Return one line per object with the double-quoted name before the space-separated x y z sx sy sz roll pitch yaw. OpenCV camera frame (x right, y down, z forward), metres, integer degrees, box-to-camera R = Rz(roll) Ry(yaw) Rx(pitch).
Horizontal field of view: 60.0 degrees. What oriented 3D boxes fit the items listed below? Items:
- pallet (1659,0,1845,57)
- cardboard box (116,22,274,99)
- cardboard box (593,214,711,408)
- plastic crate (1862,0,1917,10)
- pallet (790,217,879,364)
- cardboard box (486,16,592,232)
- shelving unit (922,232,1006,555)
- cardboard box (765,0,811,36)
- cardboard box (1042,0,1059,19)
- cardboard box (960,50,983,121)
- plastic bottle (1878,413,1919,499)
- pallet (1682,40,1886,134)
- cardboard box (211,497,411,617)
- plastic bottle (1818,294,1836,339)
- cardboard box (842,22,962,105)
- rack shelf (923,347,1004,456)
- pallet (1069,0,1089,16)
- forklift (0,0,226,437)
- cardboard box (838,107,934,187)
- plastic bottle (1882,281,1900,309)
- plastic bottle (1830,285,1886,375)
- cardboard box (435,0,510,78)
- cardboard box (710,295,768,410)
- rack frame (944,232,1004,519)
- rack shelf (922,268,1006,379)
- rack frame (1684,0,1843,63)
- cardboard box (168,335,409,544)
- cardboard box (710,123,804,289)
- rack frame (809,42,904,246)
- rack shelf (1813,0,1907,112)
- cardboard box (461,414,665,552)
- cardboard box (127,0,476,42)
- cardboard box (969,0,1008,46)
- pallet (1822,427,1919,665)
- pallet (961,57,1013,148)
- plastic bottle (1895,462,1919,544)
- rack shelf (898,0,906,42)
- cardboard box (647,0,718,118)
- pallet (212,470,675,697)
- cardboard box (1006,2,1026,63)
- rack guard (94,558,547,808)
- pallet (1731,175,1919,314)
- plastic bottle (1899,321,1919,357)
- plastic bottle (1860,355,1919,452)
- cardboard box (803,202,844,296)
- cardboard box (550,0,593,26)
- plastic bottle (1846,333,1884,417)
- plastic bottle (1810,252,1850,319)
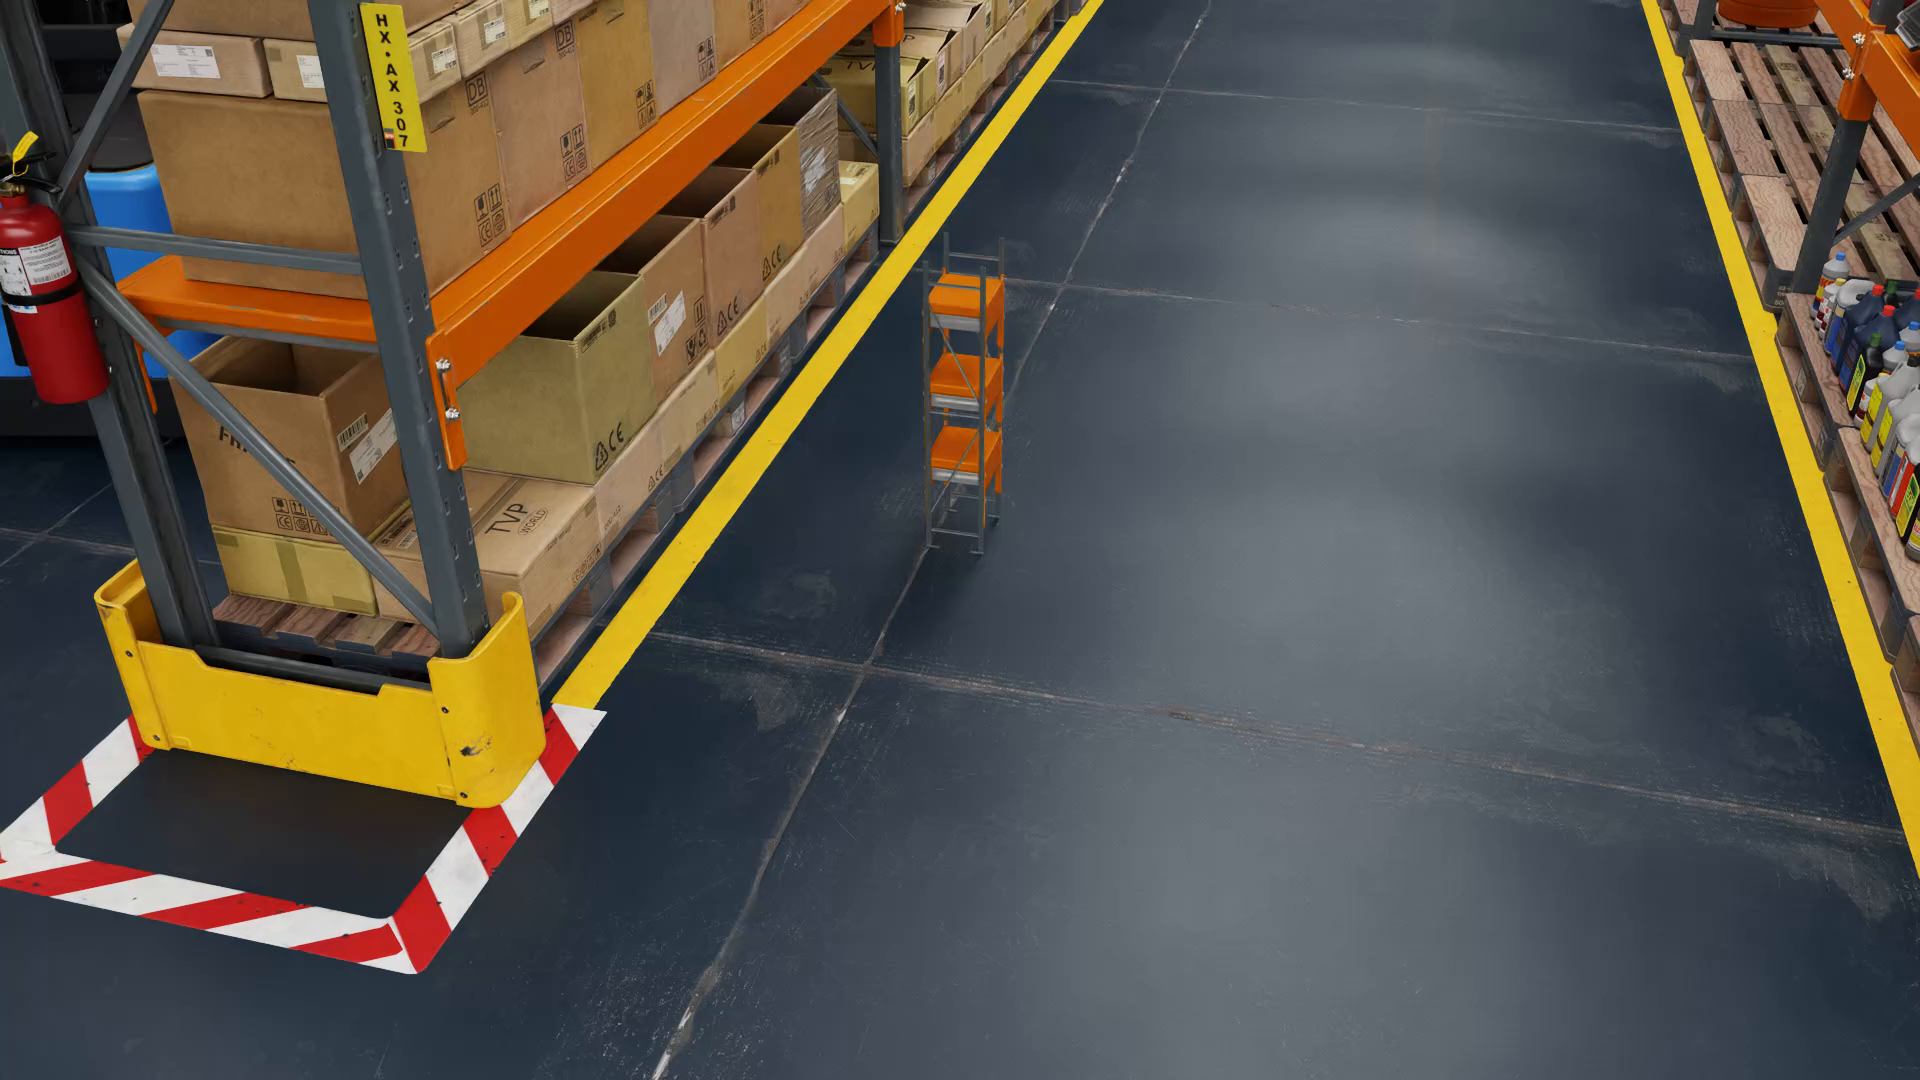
"pallet" 5.194 -3.412 10.920 1.003 0.211 1.213 8 33 12
"cardboard box" -1.874 -1.239 4.205 0.380 0.149 0.250 7 33 12
"cardboard box" -1.196 -0.801 5.687 0.500 0.500 0.500 8 33 12
"plastic crate" 3.846 -2.418 6.698 0.402 0.464 0.583 8 33 12
"pallet" -1.014 -1.191 7.426 1.003 0.211 1.213 8 33 12
"cardboard box" -1.527 -1.255 4.835 0.700 0.500 0.500 9 34 14
"shelving unit" 0.014 -0.471 5.512 0.215 1.050 0.252 8 33 12
"cardboard box" -1.005 -2.311 6.496 0.700 0.500 0.500 8 33 12
"cardboard box" 0.346 -3.561 10.727 0.500 0.250 0.500 9 33 14
"cardboard box" -0.169 -2.501 9.060 0.500 0.250 0.500 7 33 11
"plastic bottle" 3.172 -0.271 5.508 0.152 0.276 0.135 7 33 11
"pallet" 4.800 -2.600 9.644 1.003 0.211 1.213 8 33 12
"cardboard box" -1.936 -0.034 5.179 0.500 0.250 0.500 8 33 12
"plastic bottle" 3.463 -0.892 6.555 0.097 0.201 0.097 0 32 0
"cardboard box" -0.293 -2.468 8.484 0.500 0.311 0.500 8 33 12
"rack shelf" 0.014 -0.462 5.518 0.215 0.259 0.240 8 33 12
"pallet" 0.470 -4.056 11.933 1.003 0.211 1.213 8 33 12
"forklift" -3.252 -2.376 6.756 1.130 2.935 3.031 0 32 1
"cardboard box" -0.429 -1.967 8.220 0.500 0.250 0.500 7 33 11
"plastic bottle" 3.562 -0.846 6.407 0.061 0.283 0.133 8 33 12
"plastic bottle" 3.413 -0.804 6.277 0.144 0.351 0.185 9 34 14
"cardboard box" -1.414 -1.326 4.343 0.380 0.149 0.250 7 33 11
"cardboard box" -1.053 -0.742 6.293 0.500 0.250 0.500 8 33 12
"rack frame" 0.045 -0.534 5.612 0.200 1.050 0.008 8 33 12
"rack shelf" 0.014 -0.701 5.365 0.215 0.259 0.240 8 33 12
"rack frame" 5.034 -4.174 9.520 1.000 3.000 0.127 8 33 12
"cardboard box" -1.938 -0.351 4.979 0.500 0.500 0.500 8 33 12
"cardboard box" -0.939 -1.320 6.502 0.500 0.500 0.500 8 33 12
"rack frame" -0.771 -2.775 7.318 1.000 3.000 0.127 8 33 12
"rack shelf" 4.527 -2.832 8.080 1.077 0.370 4.000 8 33 12
"cardboard box" -1.312 -0.224 5.477 0.500 0.250 0.500 8 33 12
"cardboard box" -1.642 -1.557 4.100 0.700 0.500 0.500 8 33 13
"cardboard box" -0.036 -3.007 9.332 0.500 0.311 0.500 9 34 14
"pallet" 3.501 0.056 5.464 1.003 0.211 1.213 8 33 12
"pallet" -0.314 -2.621 9.675 1.003 0.211 1.213 8 33 12
"plastic bottle" 3.058 -0.138 5.292 0.061 0.283 0.133 9 33 14
"rack shelf" -0.264 -3.509 9.144 1.077 0.370 4.000 8 33 12
"cardboard box" -1.265 -1.785 5.669 0.700 0.500 0.500 9 34 14
"pallet" -1.633 0.075 5.435 1.003 0.211 1.213 8 33 12
"cardboard box" 0.088 -3.032 9.896 0.500 0.250 0.500 9 33 13
"rack guard" -1.792 0.369 4.704 1.175 0.500 0.348 8 33 12
"pallet" 4.181 -1.334 7.652 1.003 0.211 1.213 8 33 12
"plastic bottle" 3.493 -0.678 6.154 0.097 0.271 0.097 0 32 0
"plastic bottle" 3.257 -0.485 5.776 0.144 0.351 0.185 8 33 12
"cardboard box" -0.814 -1.263 7.112 0.500 0.250 0.500 8 33 12
"cardboard box" -1.283 -1.586 4.752 0.380 0.149 0.250 8 33 12
"plastic bottle" 3.283 -0.597 6.015 0.061 0.283 0.133 9 34 15
"plastic bottle" 3.514 -1.027 6.702 0.097 0.271 0.097 0 32 0
